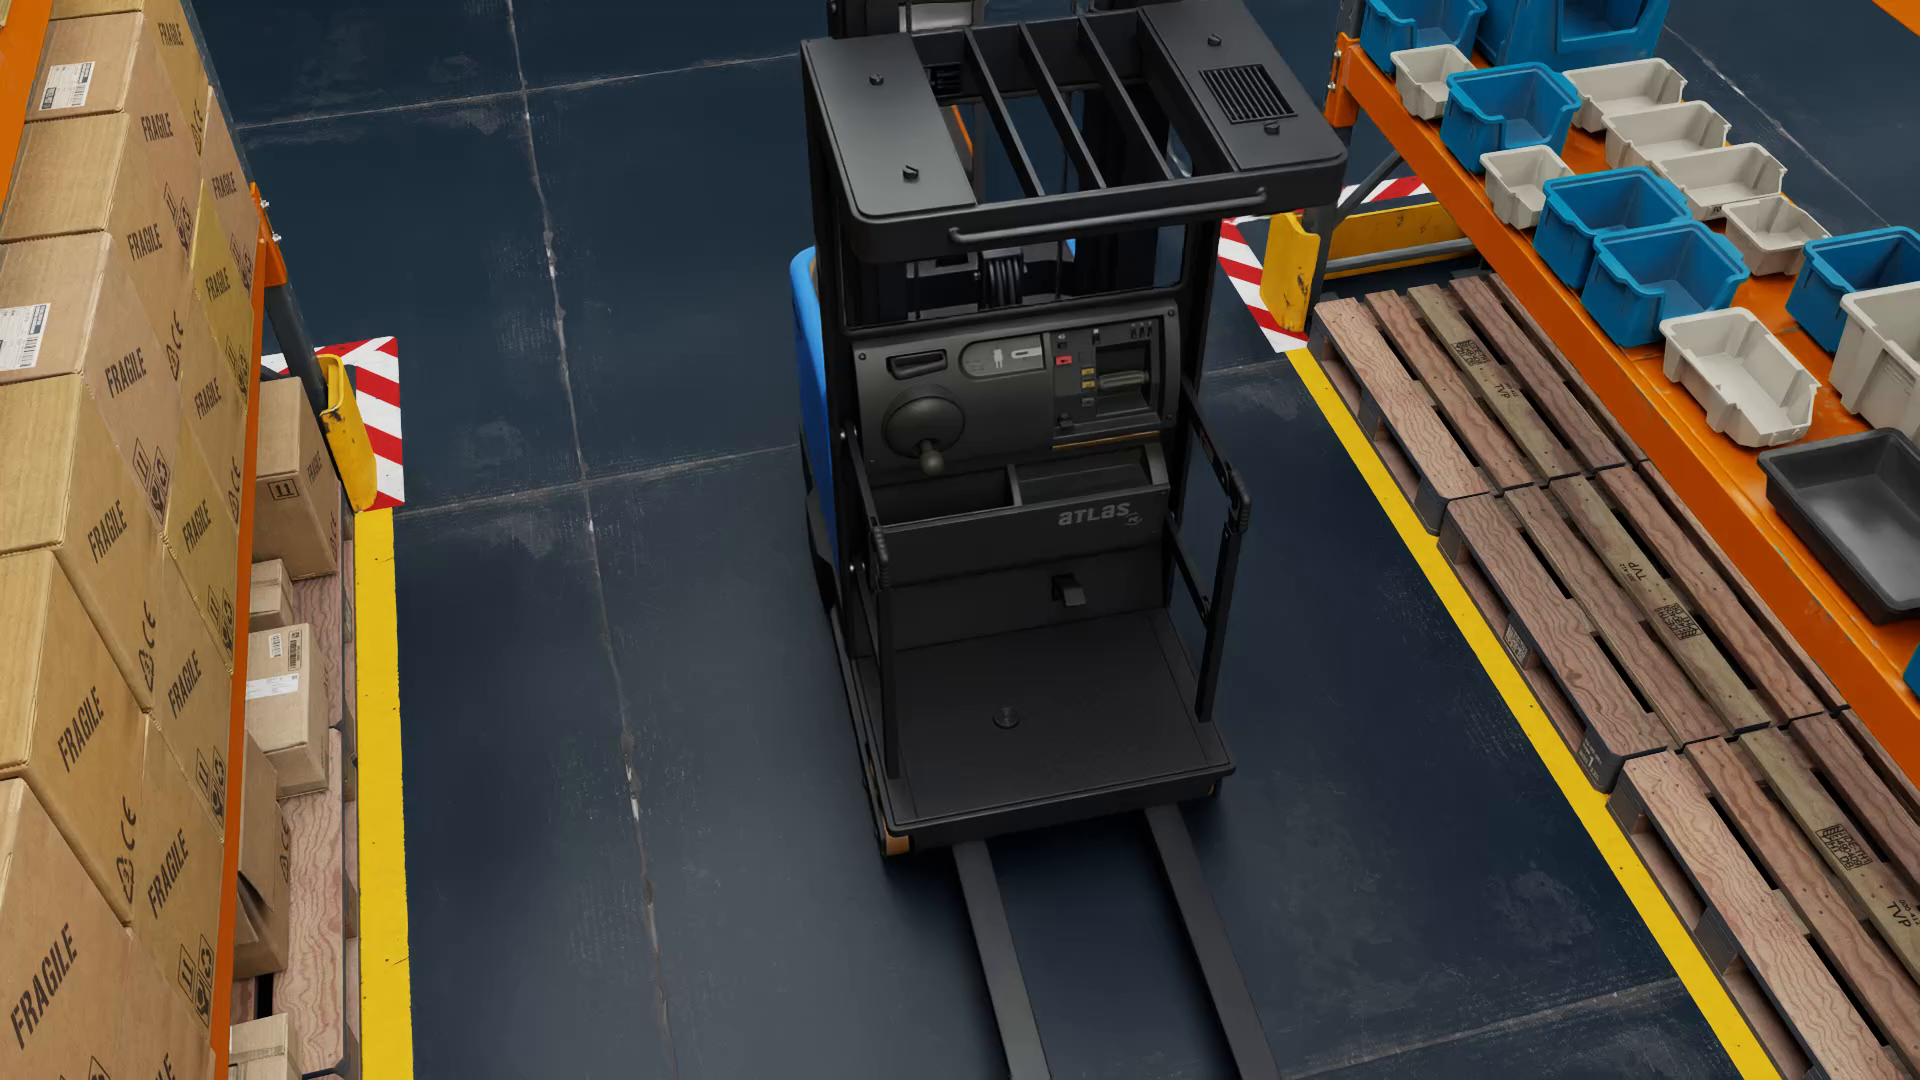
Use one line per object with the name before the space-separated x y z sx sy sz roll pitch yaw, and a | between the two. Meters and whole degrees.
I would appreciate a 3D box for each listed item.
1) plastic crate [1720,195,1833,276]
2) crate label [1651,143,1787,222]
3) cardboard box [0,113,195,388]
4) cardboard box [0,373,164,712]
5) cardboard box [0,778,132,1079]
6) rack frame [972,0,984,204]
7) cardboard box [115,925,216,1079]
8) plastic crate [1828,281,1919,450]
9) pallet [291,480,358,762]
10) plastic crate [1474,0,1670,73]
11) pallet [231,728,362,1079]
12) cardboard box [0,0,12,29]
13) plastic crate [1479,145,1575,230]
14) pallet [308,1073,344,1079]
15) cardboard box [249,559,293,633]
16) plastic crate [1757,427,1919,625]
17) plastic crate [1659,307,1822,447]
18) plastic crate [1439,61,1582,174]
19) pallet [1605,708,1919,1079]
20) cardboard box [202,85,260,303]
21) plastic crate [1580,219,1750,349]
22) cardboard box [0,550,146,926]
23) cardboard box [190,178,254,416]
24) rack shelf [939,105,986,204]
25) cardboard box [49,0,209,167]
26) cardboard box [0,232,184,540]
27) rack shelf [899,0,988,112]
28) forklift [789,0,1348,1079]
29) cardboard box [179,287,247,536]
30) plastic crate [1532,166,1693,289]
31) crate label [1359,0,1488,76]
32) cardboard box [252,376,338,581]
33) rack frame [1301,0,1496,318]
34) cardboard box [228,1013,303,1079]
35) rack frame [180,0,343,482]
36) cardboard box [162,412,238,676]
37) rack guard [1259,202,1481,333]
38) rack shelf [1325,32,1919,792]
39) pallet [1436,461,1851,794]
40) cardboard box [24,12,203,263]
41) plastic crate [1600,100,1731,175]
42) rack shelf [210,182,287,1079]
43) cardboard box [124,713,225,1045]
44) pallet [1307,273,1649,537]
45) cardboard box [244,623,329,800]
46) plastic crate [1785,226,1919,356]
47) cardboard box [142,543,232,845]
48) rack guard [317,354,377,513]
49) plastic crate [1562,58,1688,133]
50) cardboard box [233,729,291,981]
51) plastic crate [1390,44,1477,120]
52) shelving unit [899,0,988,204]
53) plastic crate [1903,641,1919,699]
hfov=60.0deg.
plastic crate | 2.561 -0.945 5.219 0.298 0.136 0.250 -11 47 -10
crate label | 2.467 -1.146 5.416 0.396 0.136 0.243 -11 47 -10
cardboard box | -2.214 -0.657 4.024 0.500 0.500 0.500 -10 46 -9
cardboard box | -1.949 0.054 3.327 0.500 0.500 0.500 -12 47 -11
cardboard box | -1.685 0.765 2.630 0.500 0.500 0.500 -10 46 -9
rack frame | -0.119 -1.106 5.863 0.400 2.100 0.015 -9 46 -9
cardboard box | -1.704 1.090 3.012 0.500 0.500 0.500 -10 46 -9
plastic crate | 2.740 -0.444 4.626 0.437 0.282 0.530 -11 47 -10
pallet | -2.636 0.344 5.765 1.003 0.211 1.213 -11 47 -10
plastic crate | 2.195 -1.974 6.018 0.616 0.435 0.499 -11 47 -10
pallet | -2.327 1.185 4.941 1.003 0.211 1.213 -11 47 -10
cardboard box | -2.216 -1.236 3.366 0.500 0.250 0.500 -11 47 -10
plastic crate | 1.849 -1.131 5.401 0.250 0.136 0.298 -11 47 -10
pallet | -2.012 2.028 4.114 1.003 0.211 1.213 -11 47 -10
cardboard box | -2.467 0.229 5.601 0.380 0.166 0.250 -11 47 -10
plastic crate | 2.406 -0.025 4.325 0.437 0.125 0.590 -11 47 -10
plastic crate | 2.216 -0.452 4.736 0.293 0.136 0.466 -11 47 -10
plastic crate | 1.842 -1.415 5.612 0.416 0.233 0.300 -11 47 -10
pallet | 2.727 1.099 5.025 1.003 0.211 1.213 -11 47 -10
cardboard box | -2.483 -1.010 5.070 0.500 0.500 0.500 -9 46 -9
plastic crate | 2.087 -0.754 4.963 0.416 0.233 0.300 -11 47 -10
cardboard box | -1.818 0.409 2.979 0.500 0.500 0.500 -12 47 -12
cardboard box | -2.347 -0.653 4.720 0.500 0.500 0.500 -10 46 -10
rack shelf | -0.172 -1.266 6.040 0.431 0.518 0.480 -9 46 -9
cardboard box | -2.481 -1.363 4.715 0.500 0.500 0.500 -11 47 -11
cardboard box | -2.082 -0.303 3.676 0.500 0.500 0.500 -9 46 -9
rack shelf | -0.172 -1.756 5.540 0.431 0.518 0.480 -9 46 -9
forklift | 0.217 -0.331 4.522 1.130 2.935 3.031 -9 46 -9
cardboard box | -2.224 -0.307 4.381 0.500 0.500 0.500 -10 46 -10
plastic crate | 2.011 -0.961 5.166 0.416 0.233 0.300 -11 47 -10
crate label | 1.673 -1.870 6.057 0.416 0.233 0.303 -11 47 -10
cardboard box | -2.483 -0.184 5.772 0.500 0.500 0.500 -11 47 -10
rack frame | 1.929 -2.138 6.245 1.000 3.000 0.127 -11 47 -10
cardboard box | -1.966 1.440 4.415 0.380 0.166 0.250 -11 47 -10
rack frame | -2.861 -1.235 5.360 1.000 3.000 0.127 -11 47 -10
cardboard box | -2.095 0.040 4.040 0.500 0.500 0.500 -11 47 -11
rack guard | 1.910 -1.277 7.152 1.175 0.500 0.348 -11 47 -10
rack shelf | 2.441 -0.505 5.149 1.077 0.370 4.000 -11 47 -10
pallet | 2.411 0.255 5.852 1.003 0.211 1.213 -11 47 -10
cardboard box | -2.351 -1.014 4.374 0.500 0.500 0.500 -10 46 -9
plastic crate | 2.373 -1.334 5.600 0.396 0.136 0.243 -11 47 -10
rack shelf | -2.349 0.398 4.264 1.077 0.370 4.000 -11 47 -10
cardboard box | -1.838 0.737 3.357 0.500 0.500 0.500 -10 46 -10
pallet | 2.102 -0.586 6.676 1.003 0.211 1.213 -11 47 -10
cardboard box | -2.269 0.565 5.213 0.500 0.250 0.500 -11 47 -10
plastic crate | 2.702 -0.729 4.940 0.416 0.233 0.300 -11 47 -10
cardboard box | -1.964 0.391 3.696 0.500 0.500 0.500 -11 47 -11
rack guard | -2.841 -0.308 6.201 1.175 0.500 0.348 -11 47 -10
plastic crate | 2.312 -1.537 5.798 0.396 0.136 0.243 -11 47 -10
cardboard box | -2.323 0.950 4.658 0.797 0.503 0.637 -11 47 -10
plastic crate | 1.676 -1.599 5.860 0.250 0.136 0.298 -11 47 -10
shelving unit | -0.172 -1.276 6.030 0.431 2.100 0.503 -9 46 -9
plastic crate | 2.503 0.348 3.778 0.392 0.384 0.575 -11 47 -10
